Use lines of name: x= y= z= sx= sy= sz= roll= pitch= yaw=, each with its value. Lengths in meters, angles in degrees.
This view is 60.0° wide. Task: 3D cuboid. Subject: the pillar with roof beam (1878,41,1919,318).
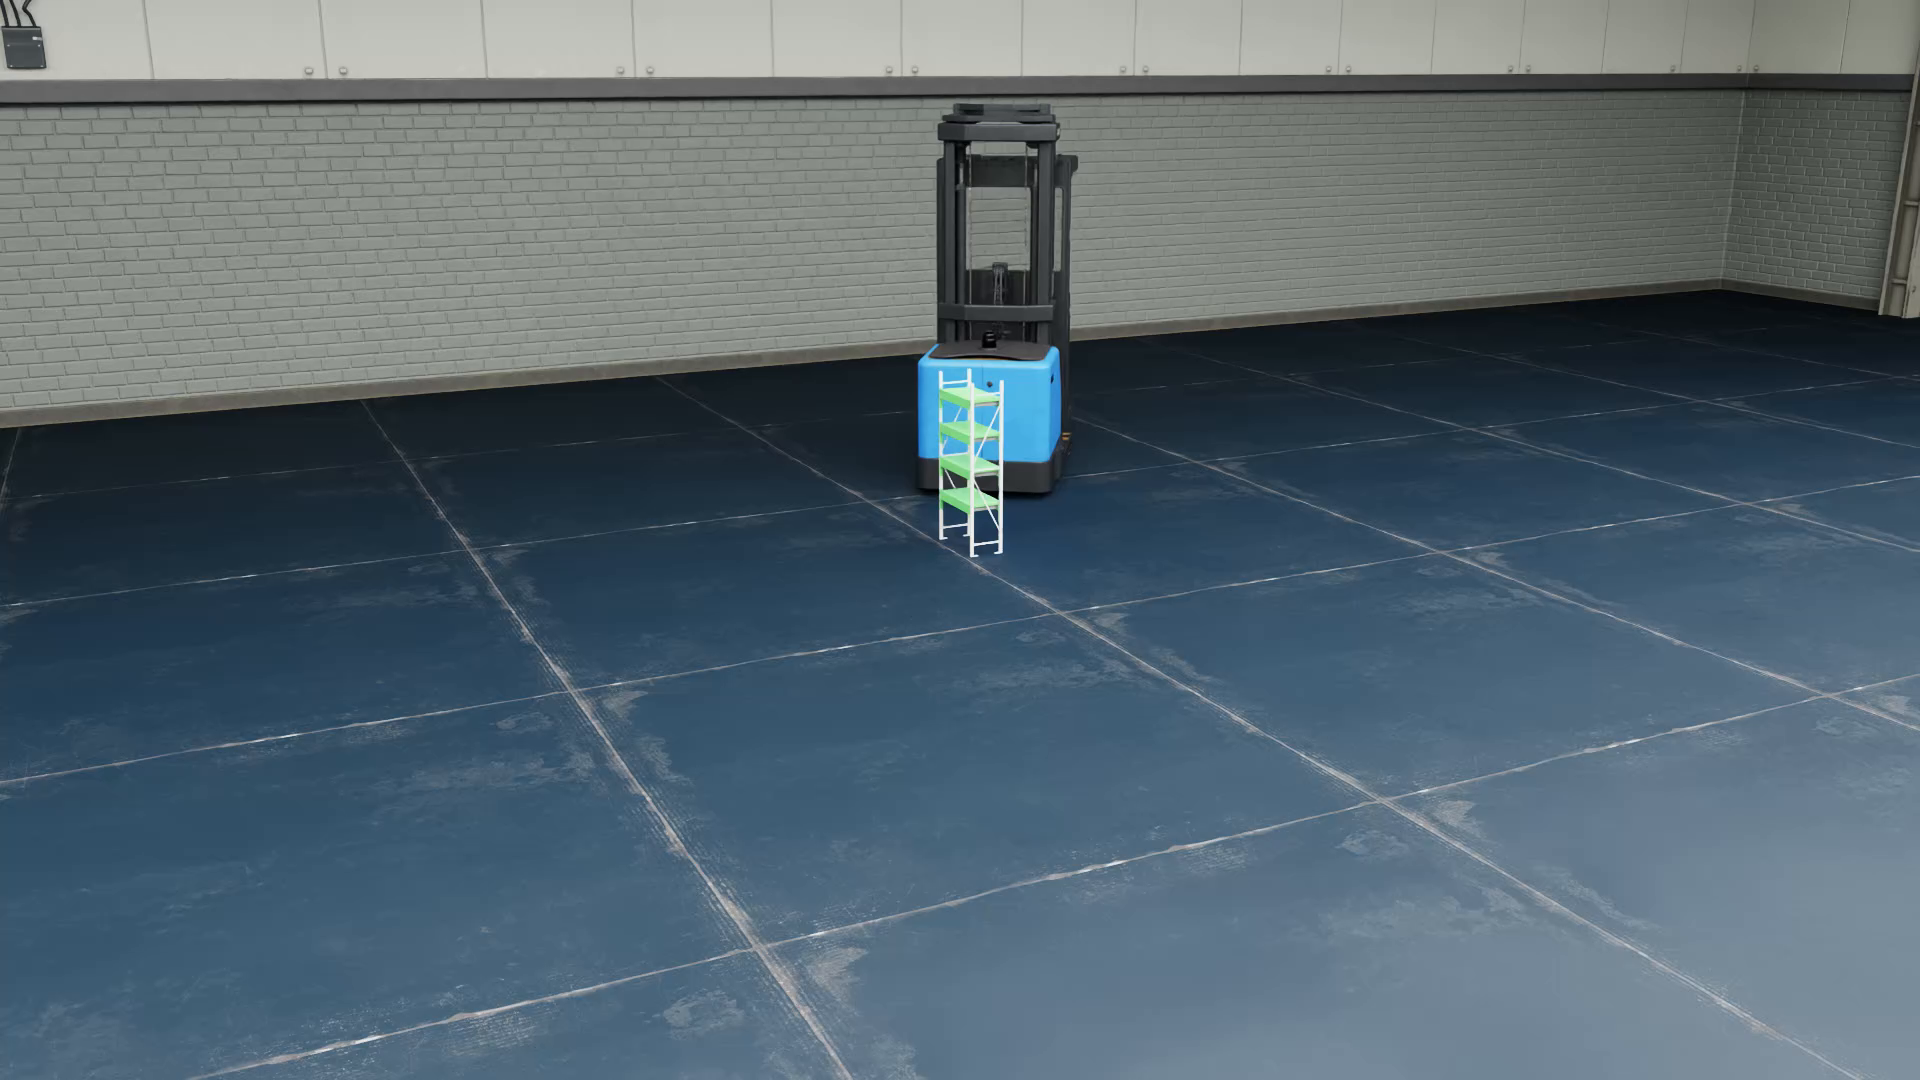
pillar with roof beam: x=8.657 y=-6.800 z=19.133 sx=9.100 sy=9.000 sz=0.400 roll=-8 pitch=18 yaw=-25

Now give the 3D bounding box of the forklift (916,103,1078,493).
forklift: x=0.389 y=-2.131 z=13.863 sx=1.130 sy=2.935 sz=3.031 roll=2 pitch=16 yaw=8

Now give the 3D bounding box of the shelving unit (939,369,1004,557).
shelving unit: x=0.073 y=-0.536 z=11.442 sx=0.258 sy=1.200 sz=0.503 roll=-8 pitch=18 yaw=-25

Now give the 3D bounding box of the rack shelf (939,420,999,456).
rack shelf: x=0.073 y=-0.705 z=11.394 sx=0.258 sy=0.148 sz=0.480 roll=-8 pitch=18 yaw=-25

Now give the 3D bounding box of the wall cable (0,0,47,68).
wall cable: x=-7.350 y=-7.182 z=14.298 sx=2.305 sy=6.003 sz=0.169 roll=-8 pitch=18 yaw=-25

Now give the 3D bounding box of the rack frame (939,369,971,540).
rack frame: x=-0.034 y=-0.596 z=11.653 sx=0.240 sy=1.200 sz=0.015 roll=-8 pitch=18 yaw=-25

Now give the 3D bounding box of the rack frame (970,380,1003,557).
rack frame: x=0.179 y=-0.475 z=11.231 sx=0.240 sy=1.200 sz=0.015 roll=-8 pitch=18 yaw=-25

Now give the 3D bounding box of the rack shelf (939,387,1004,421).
rack shelf: x=0.073 y=-0.936 z=11.327 sx=0.258 sy=0.148 sz=0.480 roll=-8 pitch=18 yaw=-25

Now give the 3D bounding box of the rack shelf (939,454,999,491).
rack shelf: x=0.073 y=-0.474 z=11.460 sx=0.258 sy=0.148 sz=0.480 roll=-8 pitch=18 yaw=-25

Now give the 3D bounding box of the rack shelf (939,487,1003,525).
rack shelf: x=0.073 y=-0.244 z=11.526 sx=0.258 sy=0.148 sz=0.480 roll=-8 pitch=18 yaw=-25
